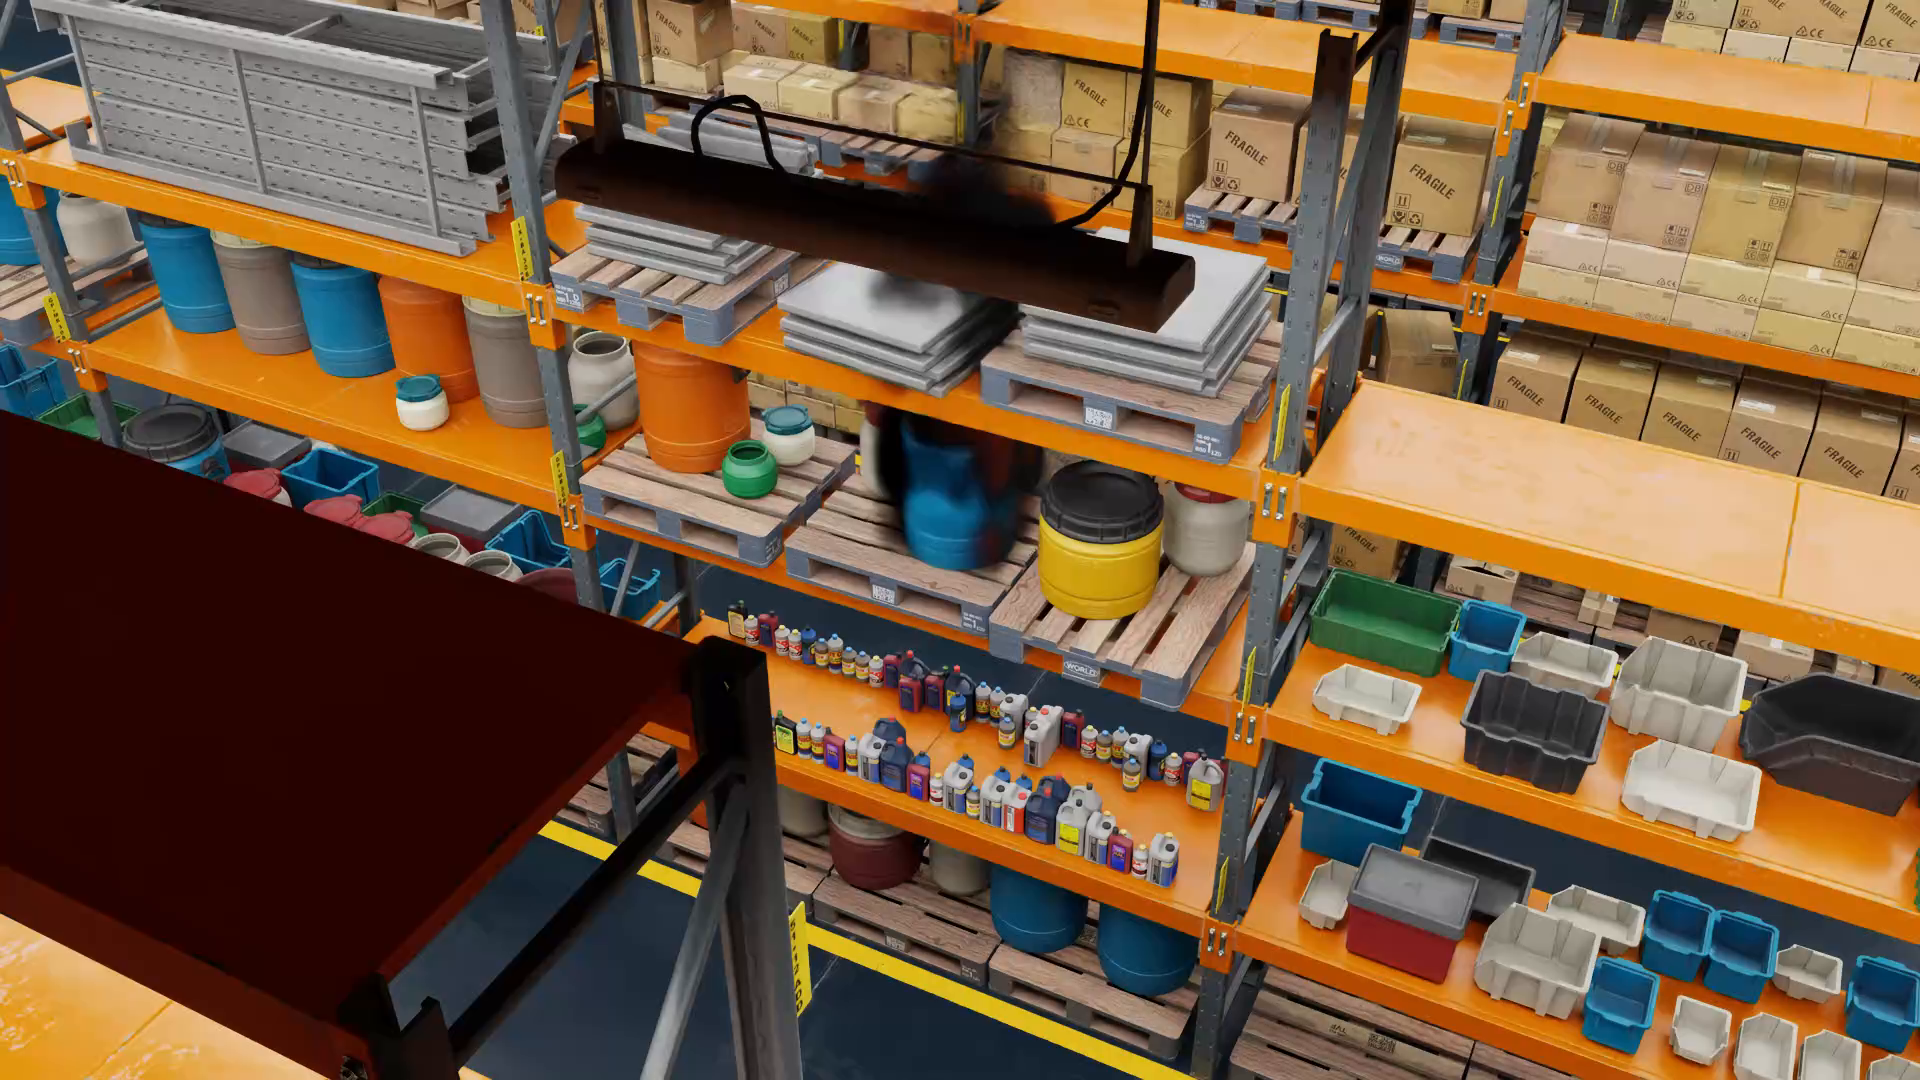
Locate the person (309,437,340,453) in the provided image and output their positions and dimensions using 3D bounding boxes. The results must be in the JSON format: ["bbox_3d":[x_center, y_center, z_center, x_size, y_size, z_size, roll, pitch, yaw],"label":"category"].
[{"bbox_3d":[-5.219,-0.704,13.397,0.795,1.737,0.527,-17,39,-23],"label":"person"}]
